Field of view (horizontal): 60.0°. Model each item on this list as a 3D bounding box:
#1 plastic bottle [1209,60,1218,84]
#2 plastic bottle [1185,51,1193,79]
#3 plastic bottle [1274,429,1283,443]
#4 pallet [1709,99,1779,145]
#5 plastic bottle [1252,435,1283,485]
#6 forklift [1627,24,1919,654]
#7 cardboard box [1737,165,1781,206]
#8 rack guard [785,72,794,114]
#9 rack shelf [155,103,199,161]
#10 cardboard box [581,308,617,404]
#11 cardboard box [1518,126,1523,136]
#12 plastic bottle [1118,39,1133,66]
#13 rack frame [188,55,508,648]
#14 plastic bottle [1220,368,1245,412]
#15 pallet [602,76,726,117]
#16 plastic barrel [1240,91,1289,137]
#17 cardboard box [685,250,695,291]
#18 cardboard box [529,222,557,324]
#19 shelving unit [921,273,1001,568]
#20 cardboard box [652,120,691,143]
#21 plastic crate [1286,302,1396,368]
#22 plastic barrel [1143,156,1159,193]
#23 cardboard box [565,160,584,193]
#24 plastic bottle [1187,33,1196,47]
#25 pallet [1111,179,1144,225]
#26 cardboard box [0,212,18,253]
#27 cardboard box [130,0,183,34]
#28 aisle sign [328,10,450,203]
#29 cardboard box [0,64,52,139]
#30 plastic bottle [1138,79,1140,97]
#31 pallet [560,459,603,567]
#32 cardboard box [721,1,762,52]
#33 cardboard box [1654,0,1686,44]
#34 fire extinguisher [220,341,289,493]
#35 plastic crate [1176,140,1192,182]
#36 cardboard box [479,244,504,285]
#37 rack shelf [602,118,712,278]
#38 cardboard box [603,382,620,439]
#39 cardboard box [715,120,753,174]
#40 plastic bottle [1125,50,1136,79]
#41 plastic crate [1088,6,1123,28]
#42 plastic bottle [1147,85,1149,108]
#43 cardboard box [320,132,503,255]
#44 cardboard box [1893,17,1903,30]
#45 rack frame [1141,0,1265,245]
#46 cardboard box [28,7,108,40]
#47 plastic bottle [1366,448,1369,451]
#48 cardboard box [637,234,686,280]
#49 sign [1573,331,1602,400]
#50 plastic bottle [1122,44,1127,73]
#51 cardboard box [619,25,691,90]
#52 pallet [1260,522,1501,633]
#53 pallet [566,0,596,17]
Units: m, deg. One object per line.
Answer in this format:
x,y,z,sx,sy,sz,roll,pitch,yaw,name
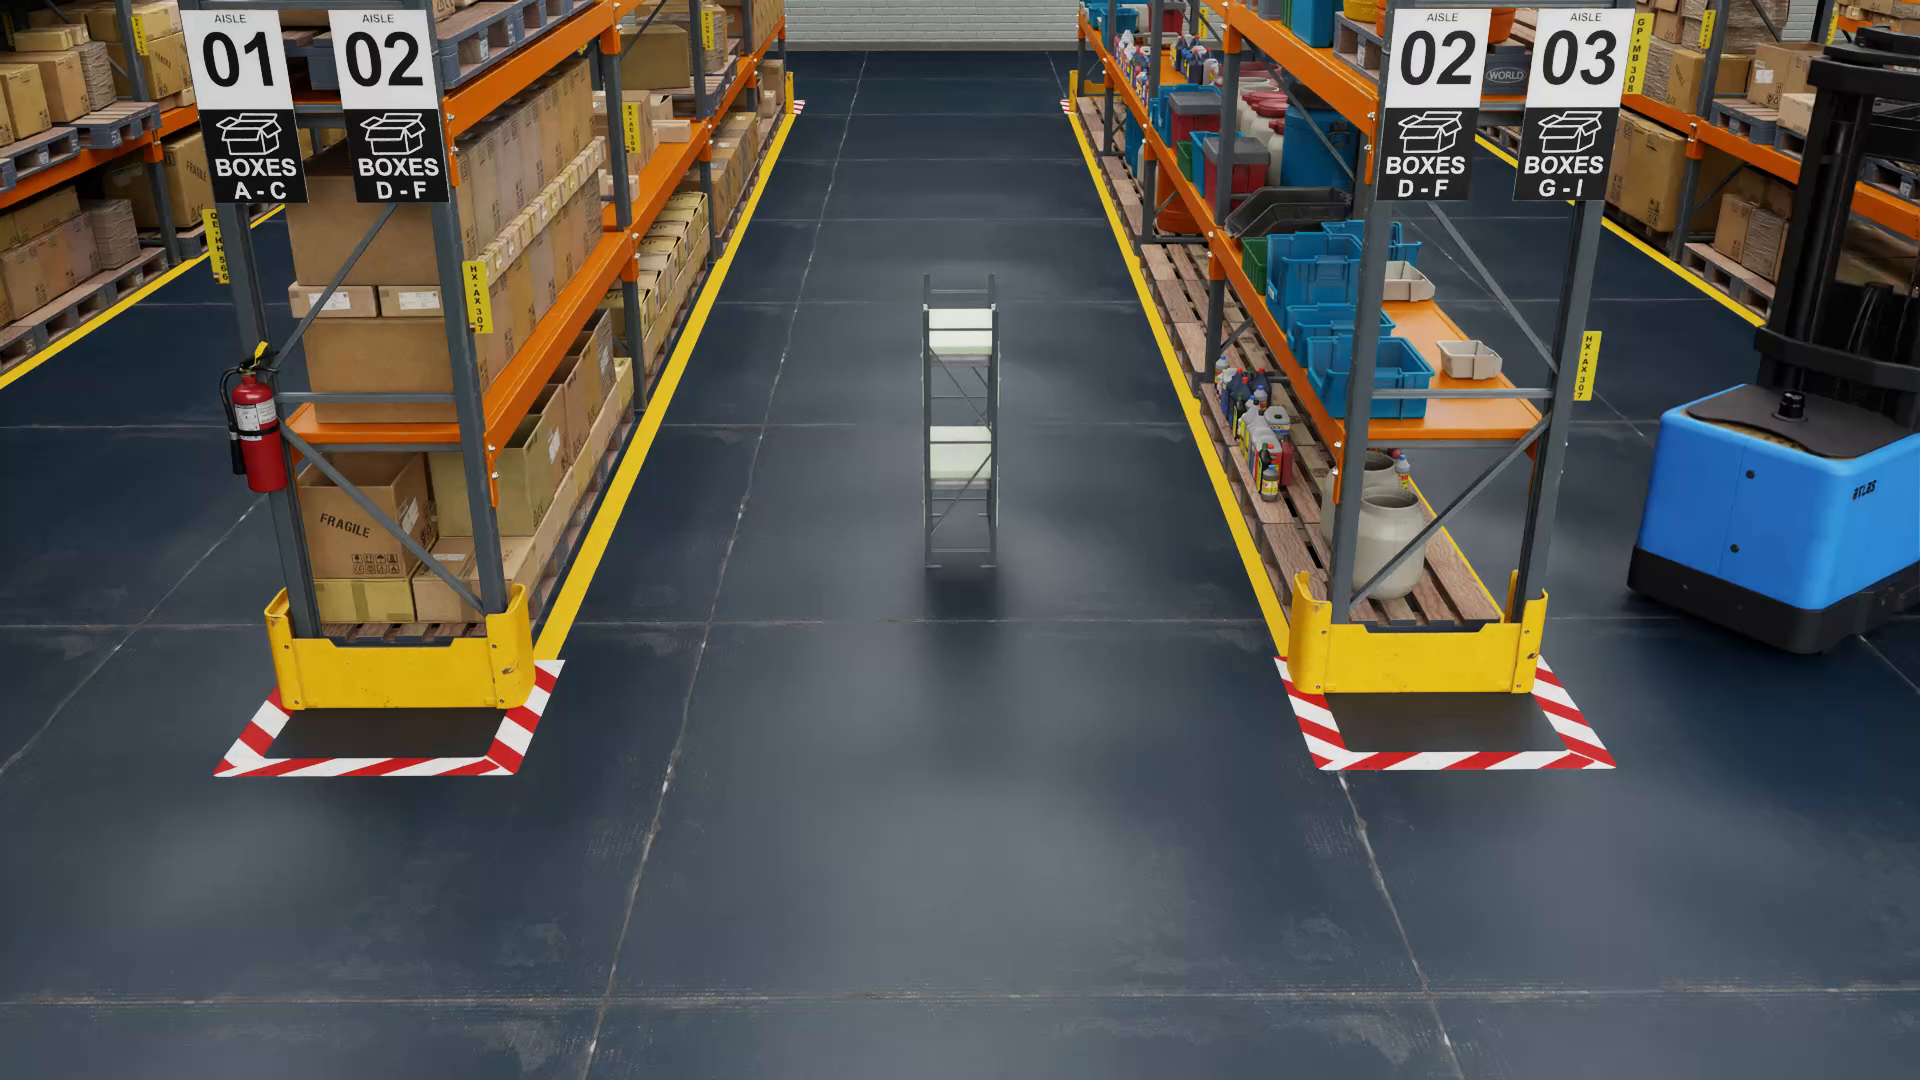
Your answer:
2.518,-4.601,16.438,0.097,0.271,0.097,0,24,0,plastic bottle
2.359,-4.867,17.027,0.097,0.271,0.097,0,24,0,plastic bottle
1.952,-0.587,10.270,0.097,0.201,0.097,0,24,0,plastic bottle
7.253,-3.597,14.296,1.213,0.211,1.003,0,24,-1,pallet
1.839,-0.477,9.937,0.152,0.276,0.135,0,24,0,plastic bottle
5.109,-1.225,8.902,3.031,2.935,1.130,-17,29,-33,forklift
7.176,-3.105,14.565,0.500,0.250,0.500,1,24,2,cardboard box
-2.854,-6.061,22.545,1.175,0.500,0.348,0,24,-1,rack guard
-7.742,-4.407,16.728,1.077,0.370,4.000,0,24,-1,rack shelf
-2.506,-1.171,10.615,0.500,0.500,0.500,0,24,-1,cardboard box
7.168,-5.122,19.503,0.875,0.875,0.875,0,24,-1,cardboard box
1.770,-5.204,17.767,0.152,0.276,0.135,0,24,-1,plastic bottle
-2.680,-0.638,7.521,1.000,3.000,0.127,0,24,-1,rack frame
1.826,-1.000,11.093,0.152,0.276,0.135,1,24,1,plastic bottle
-2.845,-4.126,15.467,1.213,0.211,1.003,0,24,-1,pallet
2.426,-3.245,13.120,0.433,0.535,0.433,0,24,0,plastic barrel
-2.506,-2.238,13.885,0.500,0.250,0.500,0,24,1,cardboard box
-2.692,-1.514,9.337,0.700,0.500,0.500,0,24,1,cardboard box
0.000,-0.681,9.435,0.431,1.500,0.755,0,24,-1,shelving unit
-2.481,-3.451,14.045,0.380,0.149,0.250,0,24,-1,cardboard box
1.967,-1.064,8.643,0.499,0.251,0.408,0,24,-1,plastic crate
2.151,-3.715,16.741,0.600,0.588,0.708,0,24,-1,plastic barrel
-2.496,-2.199,10.063,0.380,0.149,0.250,0,24,-1,cardboard box
2.479,-5.204,17.676,0.144,0.351,0.185,0,24,-1,plastic bottle
2.125,-3.511,17.257,1.003,0.211,1.213,0,24,-1,pallet
-7.719,-2.365,12.929,0.500,0.250,0.500,-1,24,-2,cardboard box
-7.474,-4.853,15.423,0.500,0.250,0.500,-1,24,-1,cardboard box
-2.373,-1.797,6.929,0.394,0.787,0.004,0,24,-1,aisle sign
-7.670,-3.450,13.083,0.700,0.500,0.500,0,24,-1,cardboard box
1.764,-4.373,16.020,0.097,0.201,0.097,0,24,0,plastic bottle
-2.741,-0.184,9.901,1.003,0.211,1.213,0,24,-1,pallet
-2.544,-5.840,18.901,0.500,0.500,0.500,0,24,1,cardboard box
7.142,-5.050,15.938,0.797,0.503,0.637,0,24,1,cardboard box
-3.143,-0.552,7.425,0.296,0.674,0.183,0,24,-1,fire extinguisher
1.928,-2.927,12.839,0.450,0.188,0.662,0,24,-1,plastic crate
-2.476,-1.354,8.195,0.380,0.149,0.250,0,24,0,cardboard box
-2.745,-2.783,13.136,1.077,0.370,4.000,0,24,-1,rack shelf
-2.504,-0.829,10.770,0.500,0.250,0.500,0,24,-1,cardboard box
-2.522,-4.239,17.982,0.500,0.500,0.500,0,24,0,cardboard box
1.779,-4.878,17.045,0.152,0.276,0.135,0,24,-1,plastic bottle
1.790,-6.434,20.466,0.416,0.233,0.300,0,24,-1,plastic crate
1.755,-4.067,15.244,0.061,0.283,0.133,0,24,-1,plastic bottle
-2.684,-1.706,8.186,0.700,0.500,0.500,-1,24,-2,cardboard box
11.756,-6.363,20.484,0.380,0.149,0.250,1,24,1,cardboard box
2.186,-3.956,14.856,1.000,3.000,0.127,0,24,-1,rack frame
-7.985,-4.629,14.928,0.500,0.250,0.500,0,24,1,cardboard box
2.558,-0.631,10.282,0.097,0.271,0.097,0,24,0,plastic bottle
-2.497,-2.286,13.310,0.500,0.311,0.500,0,24,1,cardboard box
2.823,-0.786,7.512,0.100,0.325,0.005,0,24,-1,sign
1.729,-5.032,17.377,0.061,0.283,0.133,0,24,-1,plastic bottle
-2.887,-4.431,15.276,0.700,0.500,0.500,-9,26,-18,cardboard box
2.222,0.246,8.951,1.003,0.211,1.213,0,24,-1,pallet
-2.688,-3.262,9.789,1.003,0.211,1.213,0,24,-1,pallet
